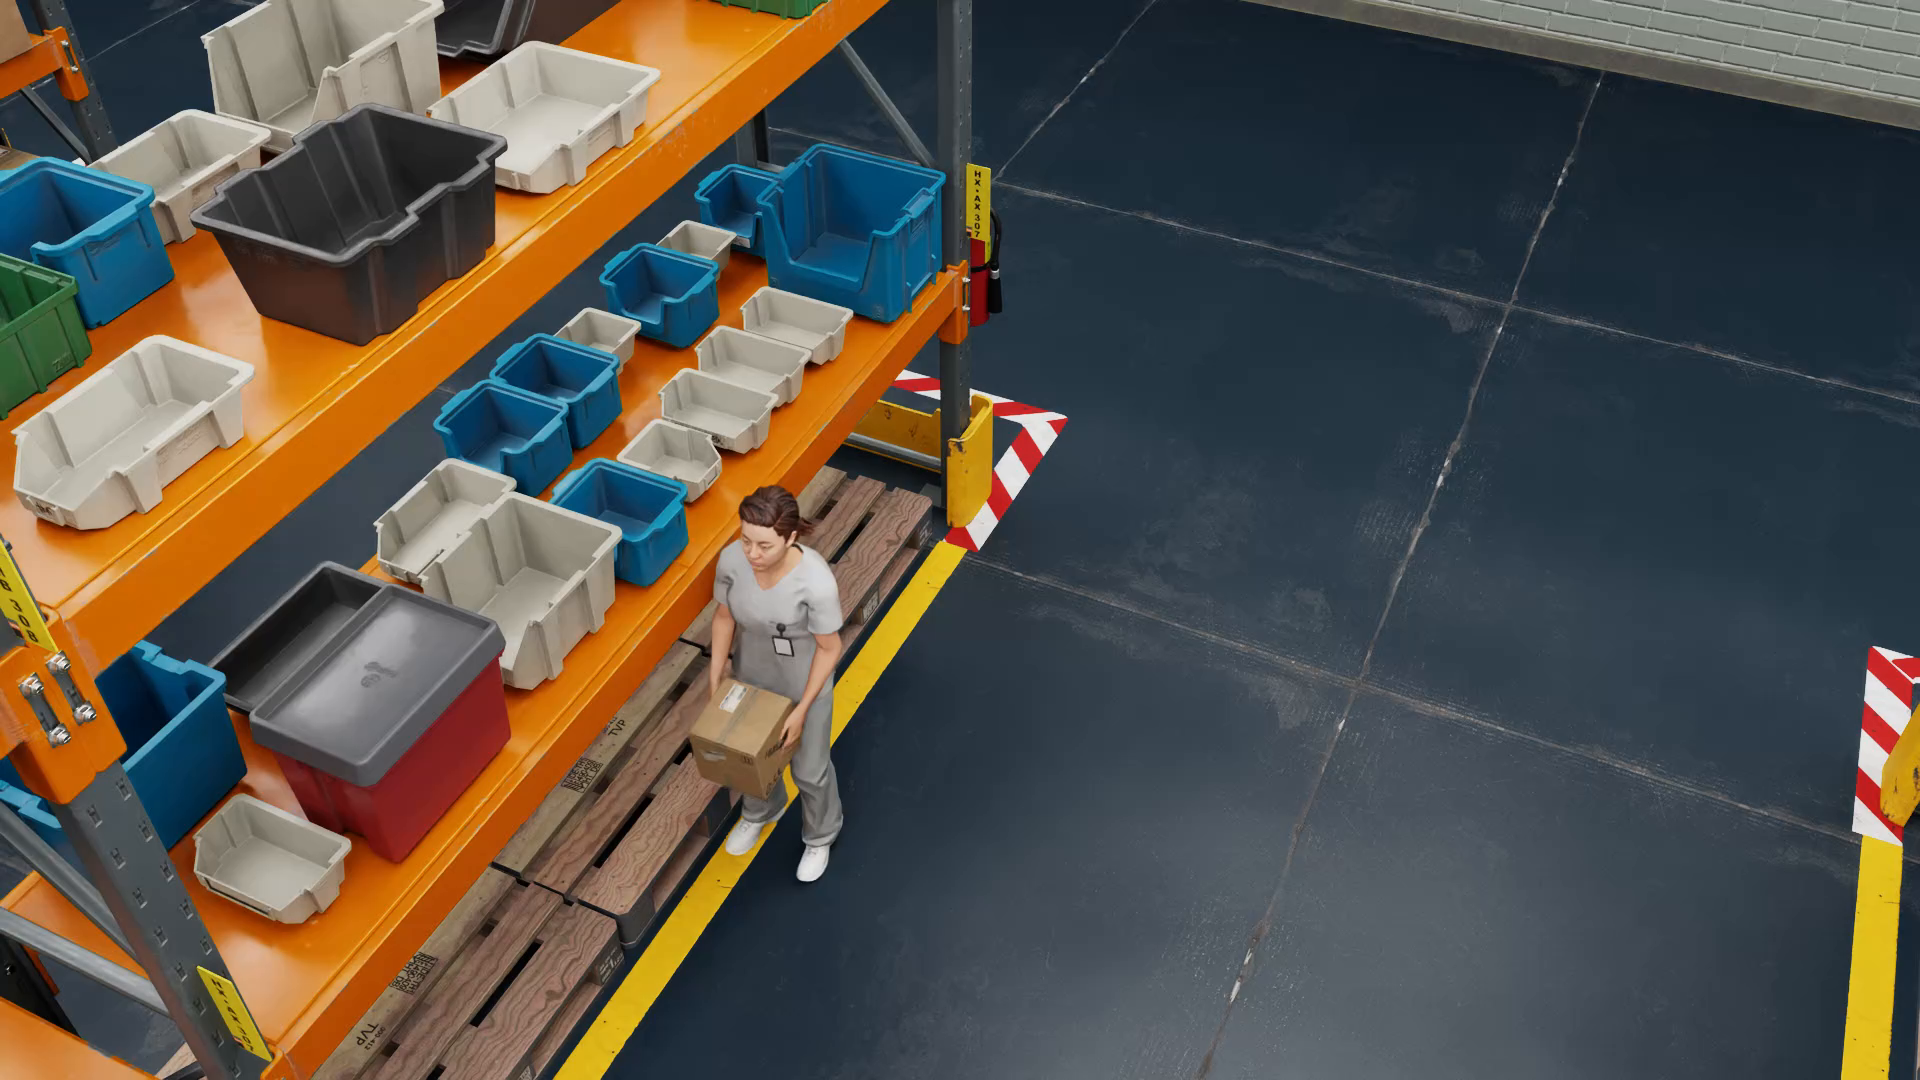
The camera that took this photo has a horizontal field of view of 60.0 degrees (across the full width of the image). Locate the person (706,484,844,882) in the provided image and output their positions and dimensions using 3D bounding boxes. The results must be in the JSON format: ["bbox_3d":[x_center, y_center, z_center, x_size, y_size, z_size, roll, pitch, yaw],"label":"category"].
[{"bbox_3d":[-0.613,0.501,5.605,0.466,1.676,0.429,17,45,18],"label":"person"}]
